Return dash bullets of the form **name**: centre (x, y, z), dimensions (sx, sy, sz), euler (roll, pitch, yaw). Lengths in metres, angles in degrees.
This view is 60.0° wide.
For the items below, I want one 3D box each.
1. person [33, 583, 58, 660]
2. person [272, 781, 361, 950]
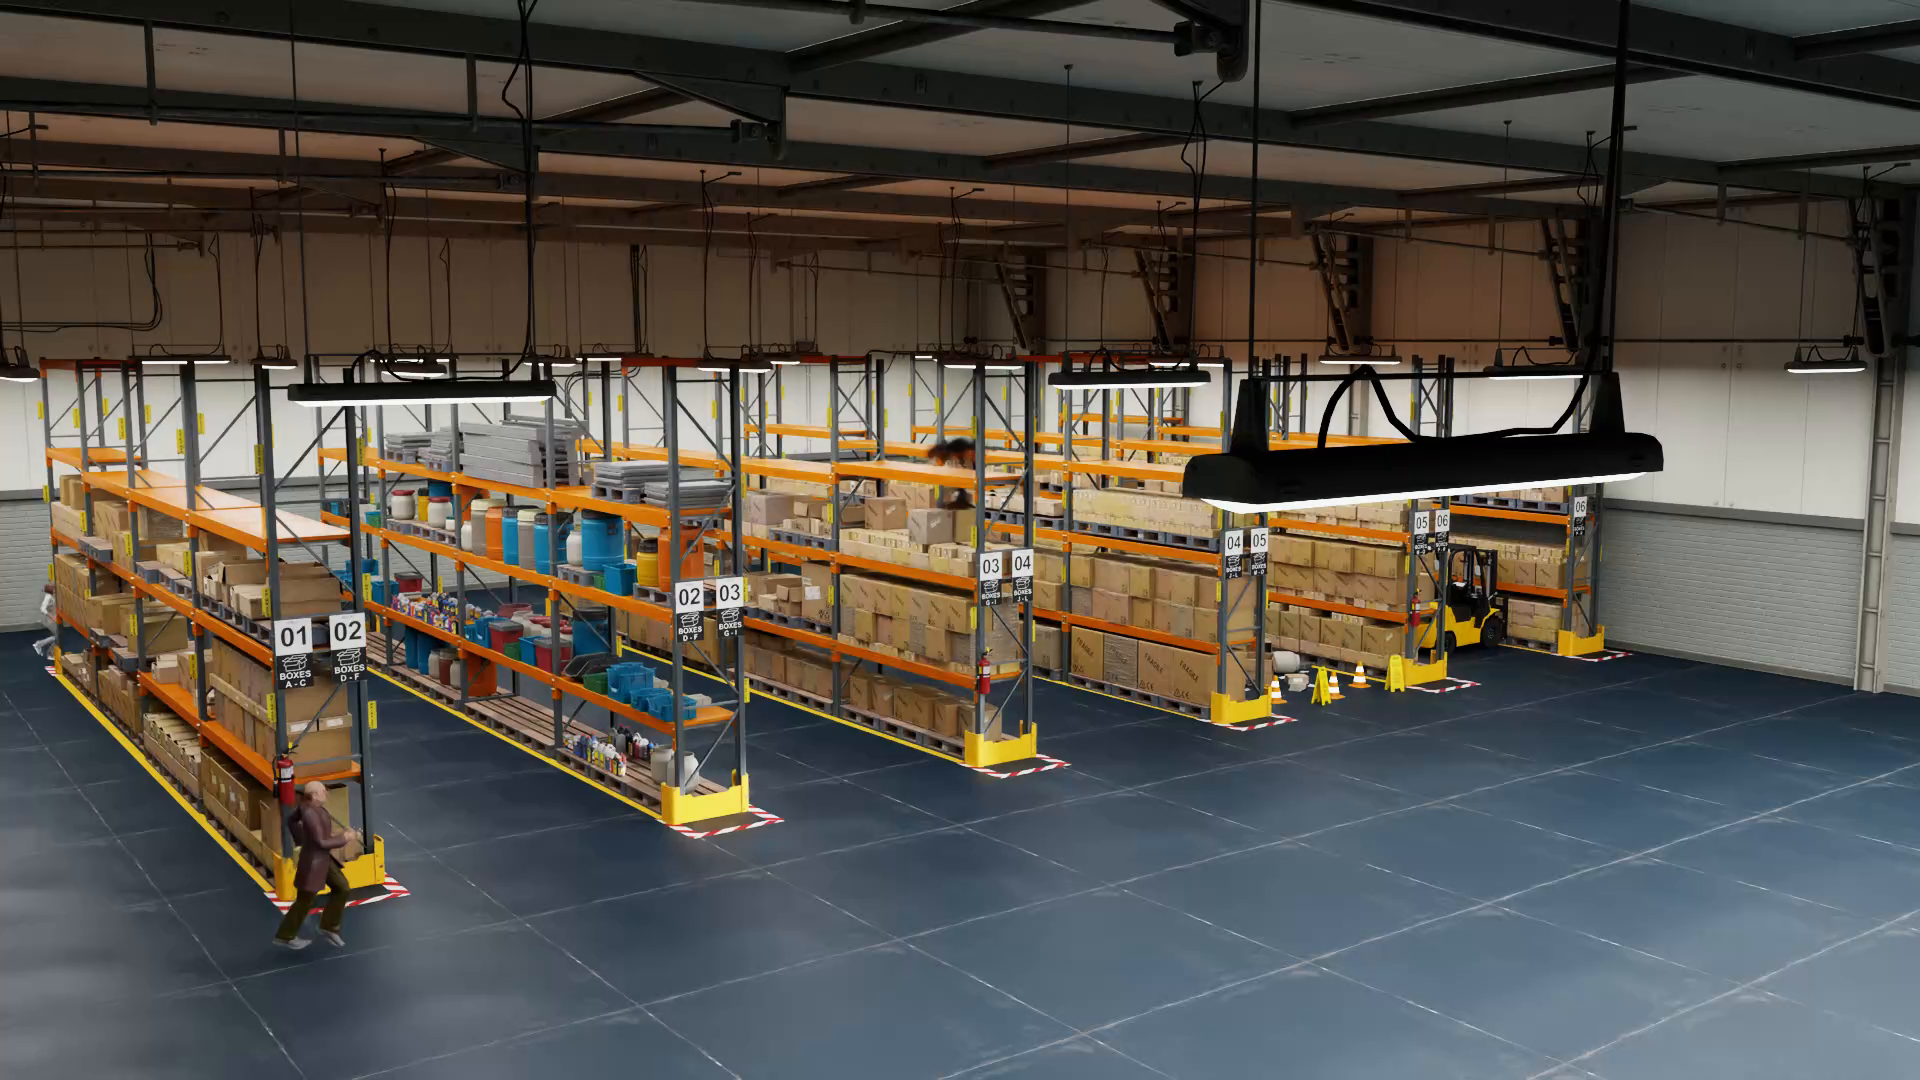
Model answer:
- **person**: centre (-18.086, 1.674, 32.951), dimensions (0.520, 1.457, 0.544), euler (-3, 8, -24)
- **person**: centre (-6.674, 3.395, 17.234), dimensions (0.910, 1.836, 0.659), euler (-2, 7, -13)
